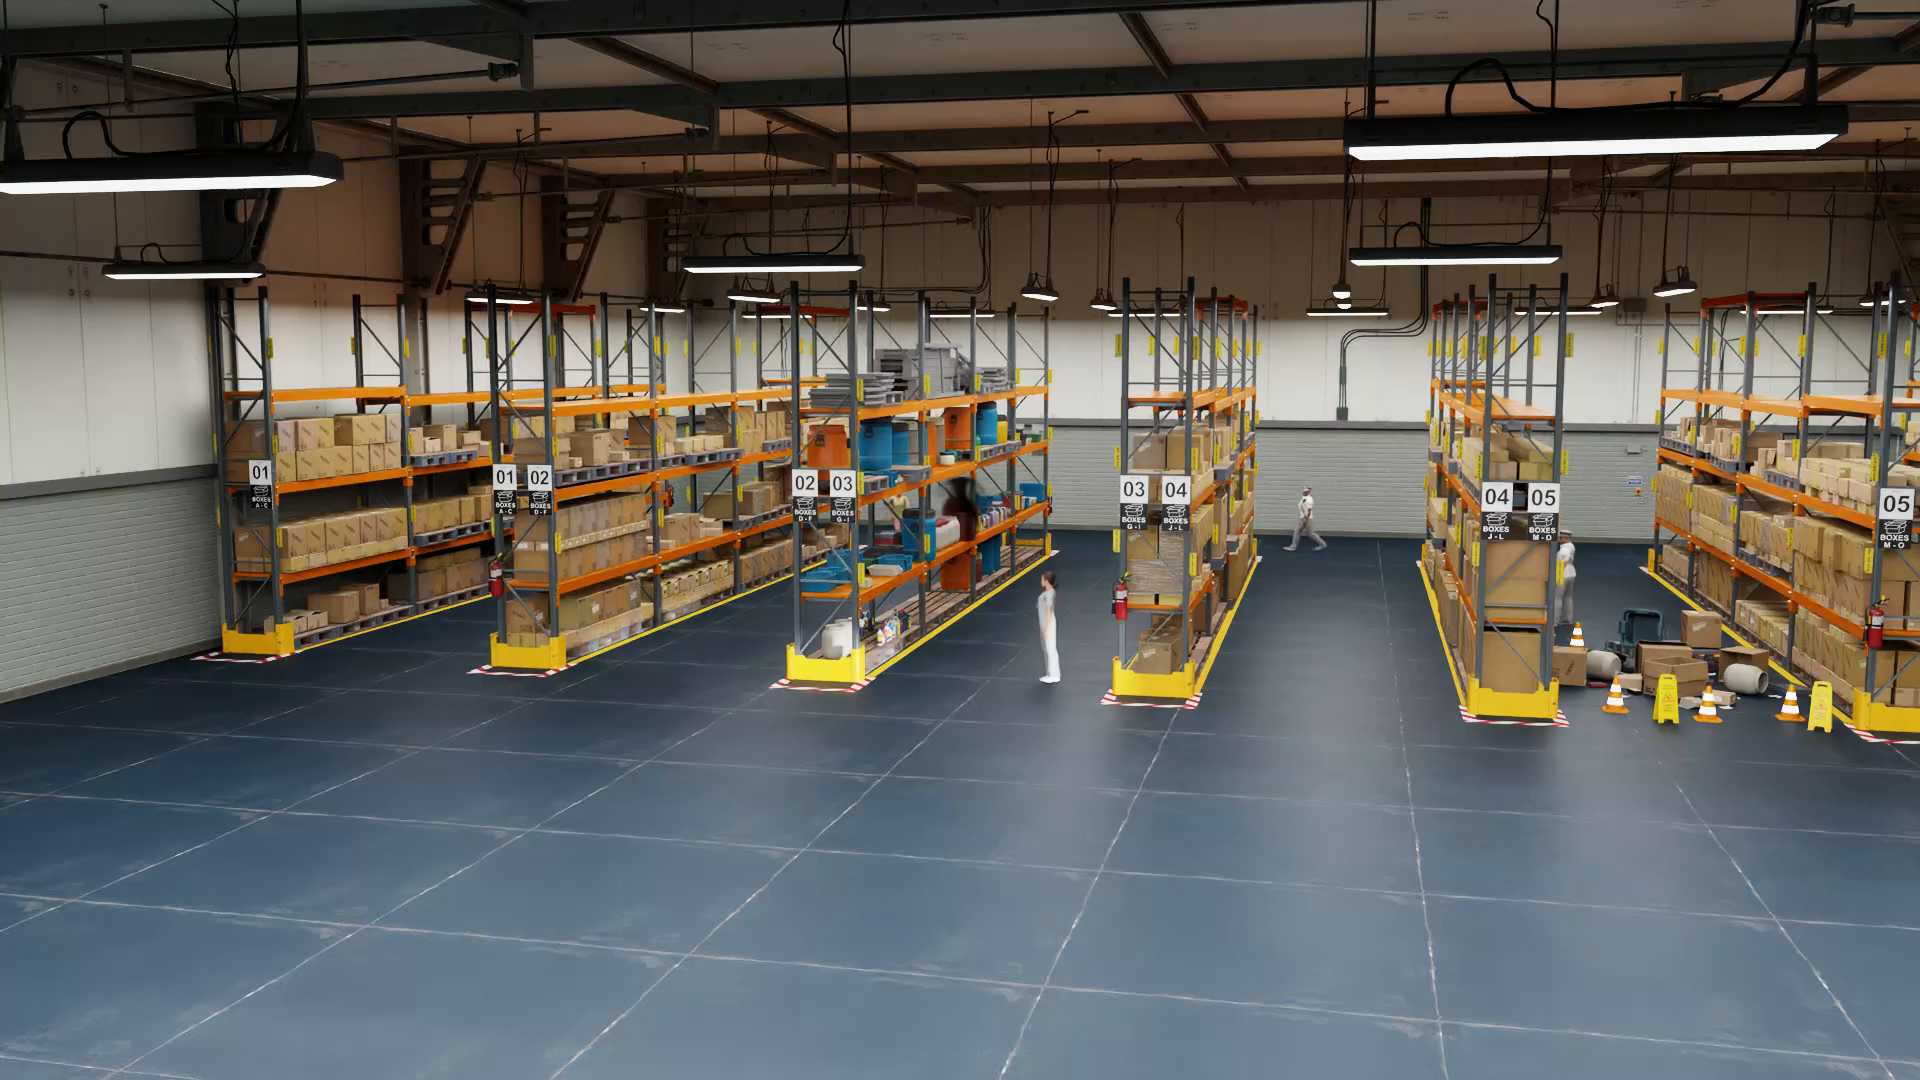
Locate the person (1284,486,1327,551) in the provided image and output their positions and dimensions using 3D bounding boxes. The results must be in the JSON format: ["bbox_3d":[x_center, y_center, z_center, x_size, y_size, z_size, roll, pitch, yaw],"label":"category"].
[{"bbox_3d":[8.535,-0.526,41.028,1.011,1.633,0.538,0,7,3],"label":"person"}]

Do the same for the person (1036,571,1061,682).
[{"bbox_3d":[1.331,1.318,24.992,0.374,1.709,0.535,0,7,0],"label":"person"}]

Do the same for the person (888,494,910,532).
[{"bbox_3d":[-1.531,-0.537,41.357,0.521,1.660,0.692,-2,7,-14],"label":"person"}]

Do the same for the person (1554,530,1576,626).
[{"bbox_3d":[10.873,0.696,30.086,0.642,1.761,0.453,-6,9,-42],"label":"person"}]
